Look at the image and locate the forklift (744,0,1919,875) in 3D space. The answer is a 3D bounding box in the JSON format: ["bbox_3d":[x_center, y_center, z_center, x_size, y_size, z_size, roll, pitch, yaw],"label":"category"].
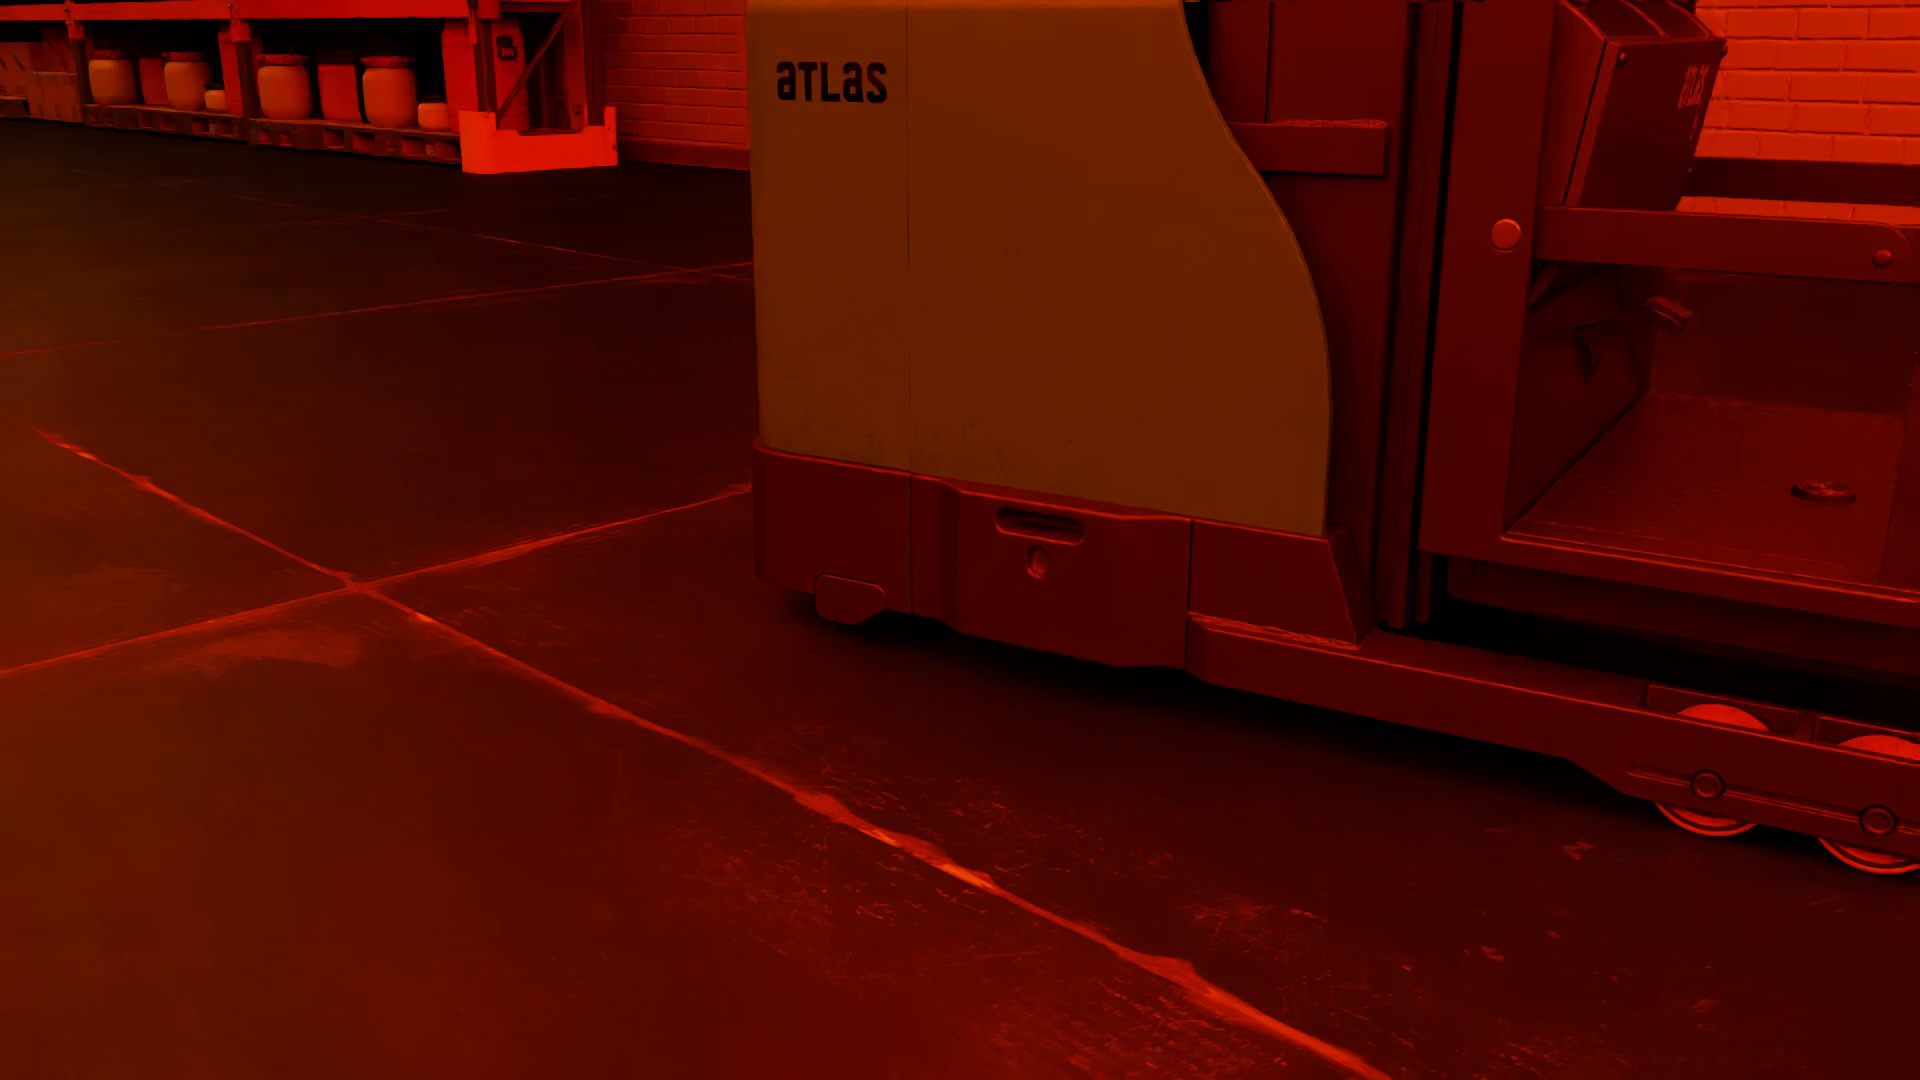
[{"bbox_3d":[1.164,-1.167,2.204,3.031,2.935,1.130,10,20,30],"label":"forklift"}]
